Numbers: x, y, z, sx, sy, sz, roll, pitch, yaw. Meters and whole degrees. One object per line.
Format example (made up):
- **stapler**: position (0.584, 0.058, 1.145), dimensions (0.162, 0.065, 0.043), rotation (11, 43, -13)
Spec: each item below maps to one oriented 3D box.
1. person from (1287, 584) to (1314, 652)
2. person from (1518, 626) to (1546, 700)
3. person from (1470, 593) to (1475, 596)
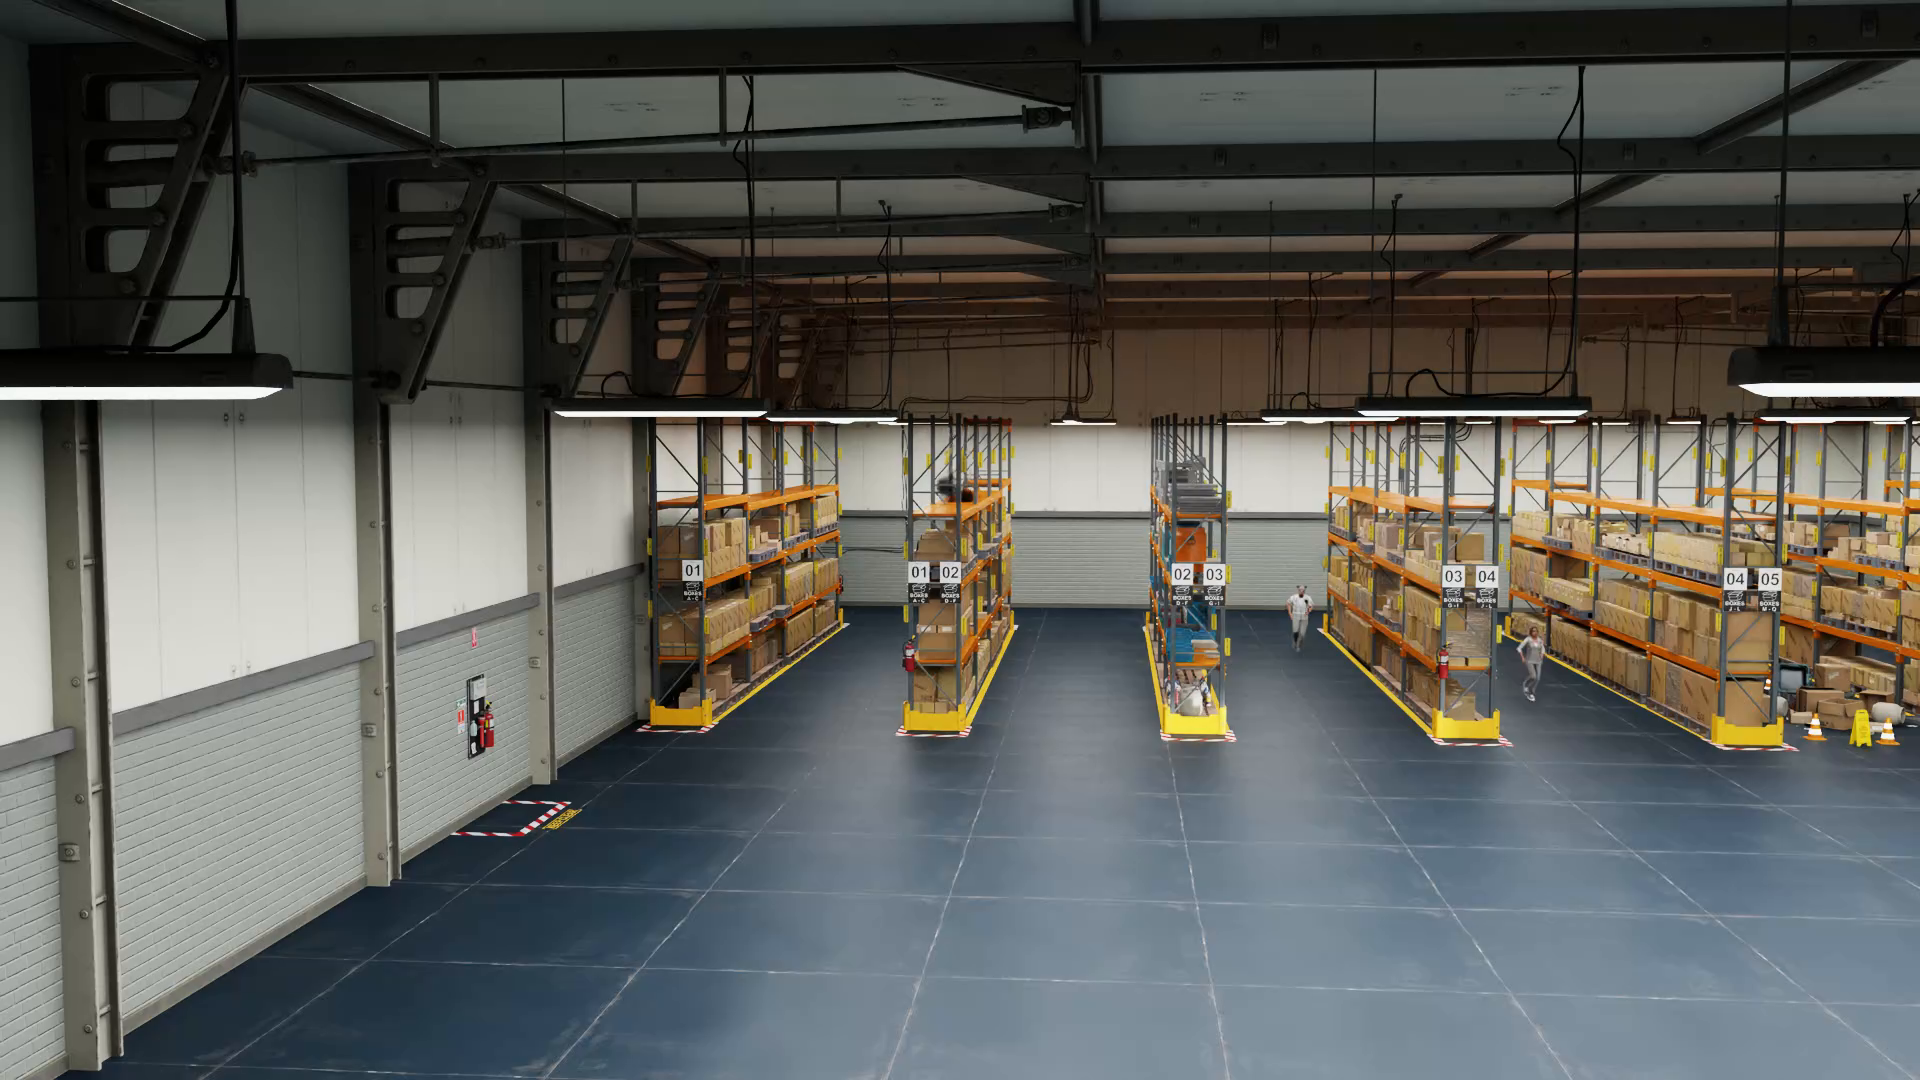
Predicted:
- **person**: position (8.687, 2.000, 42.422), dimensions (0.663, 1.729, 0.630), rotation (0, 4, 6)
- **person**: position (12.023, 2.597, 34.895), dimensions (0.490, 1.561, 0.531), rotation (0, 4, -4)
- **person**: position (13.981, 1.805, 46.546), dimensions (0.554, 1.597, 0.693), rotation (-2, 5, -32)
